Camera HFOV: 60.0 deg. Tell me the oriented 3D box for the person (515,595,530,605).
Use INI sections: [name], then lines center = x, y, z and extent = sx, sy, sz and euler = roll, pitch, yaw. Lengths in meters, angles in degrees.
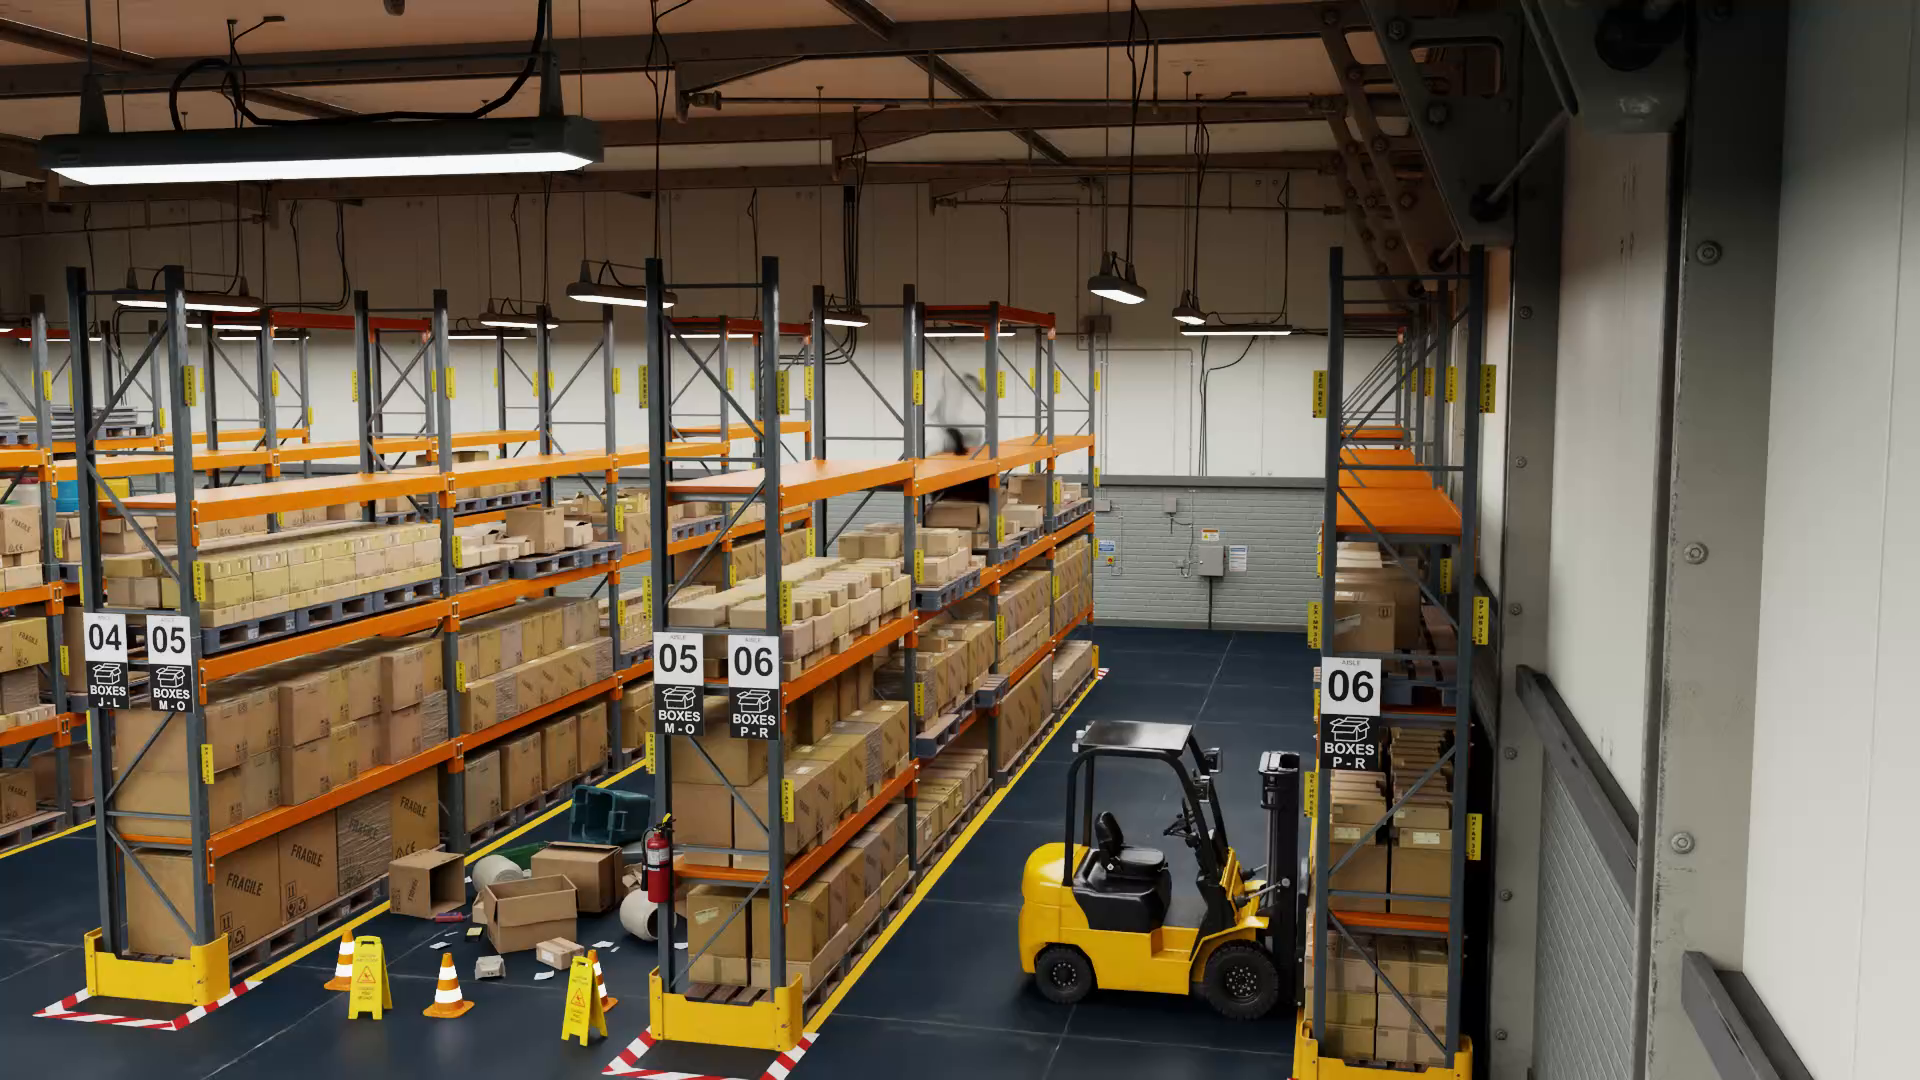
[person]
center = -6.984, 1.679, 26.444
extent = 0.602, 1.645, 0.575
euler = 1, 6, 8
